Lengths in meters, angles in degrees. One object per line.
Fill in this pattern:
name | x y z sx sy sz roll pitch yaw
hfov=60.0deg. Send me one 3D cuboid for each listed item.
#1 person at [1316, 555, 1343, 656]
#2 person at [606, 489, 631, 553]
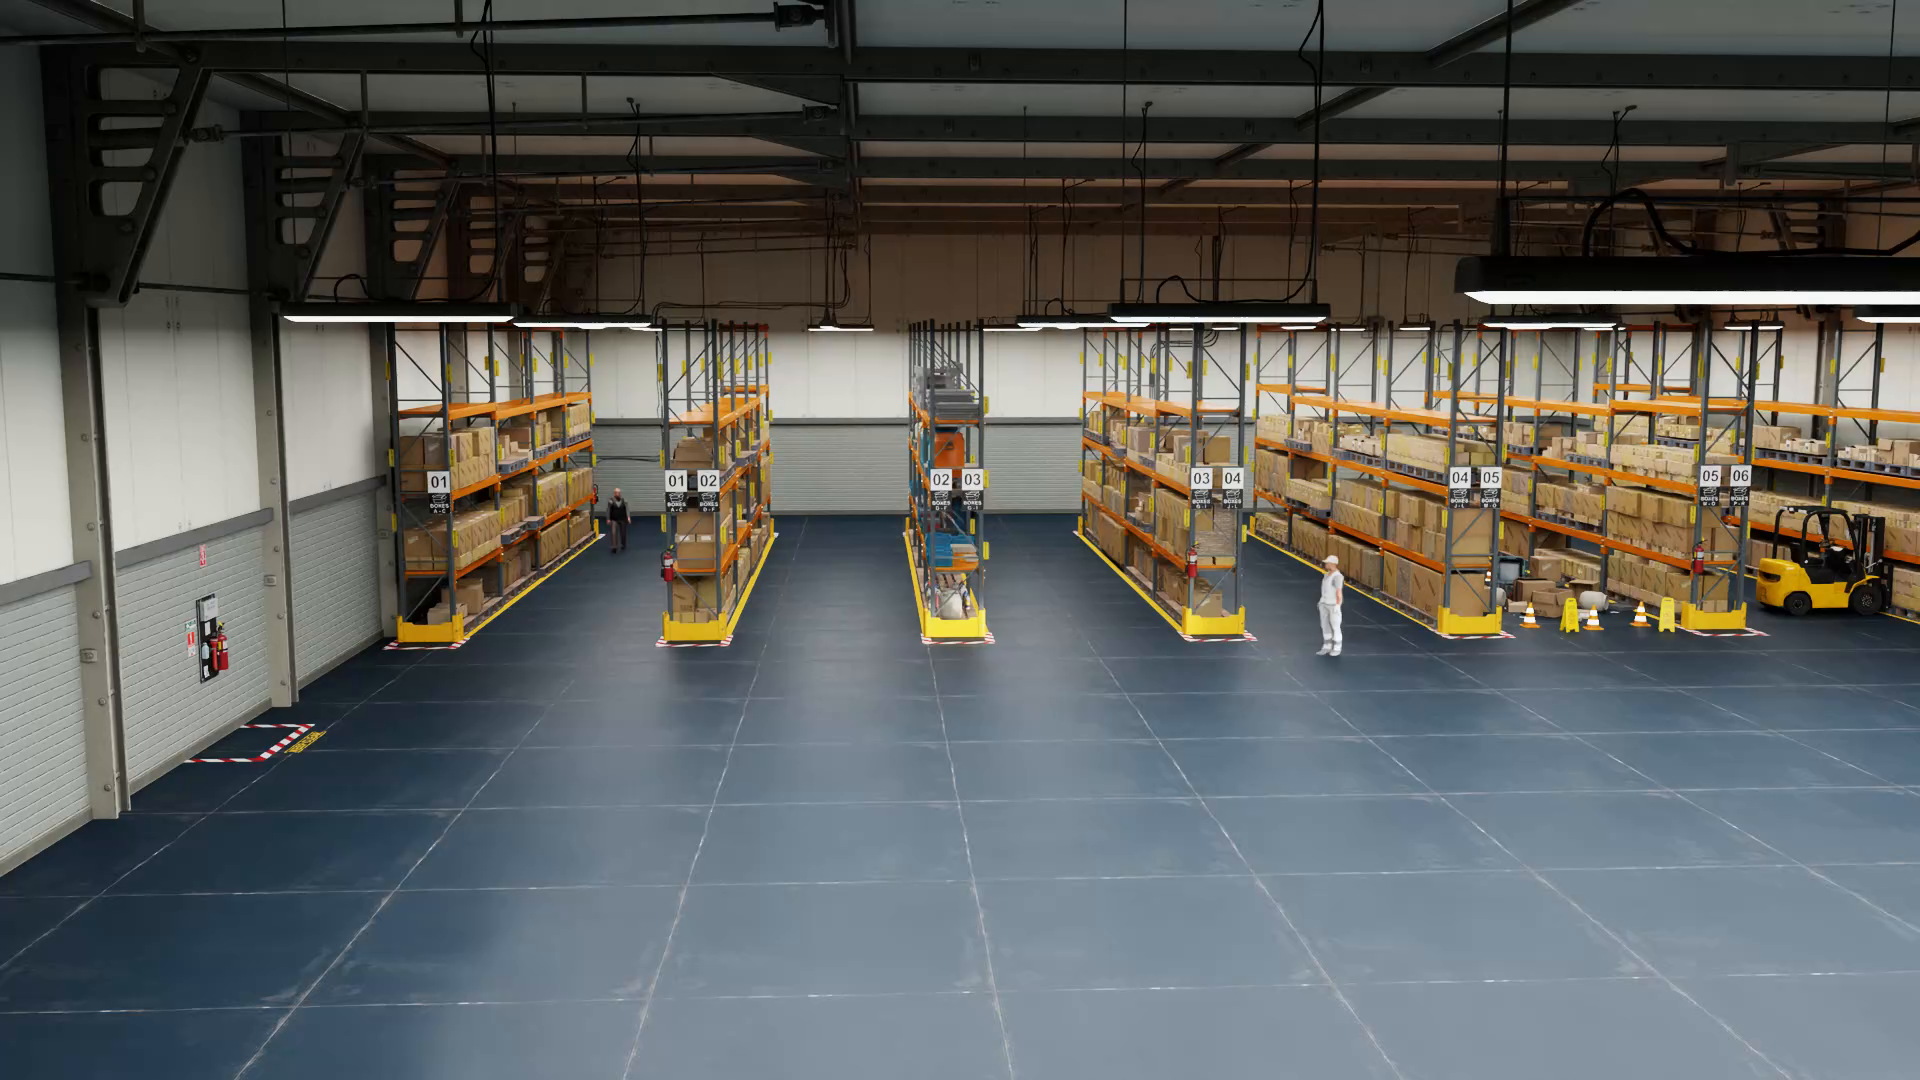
person | 6.616 1.175 29.741 0.365 1.821 0.619 -4 8 -31
person | -8.977 -0.510 43.698 0.653 1.672 1.045 -1 7 -4
